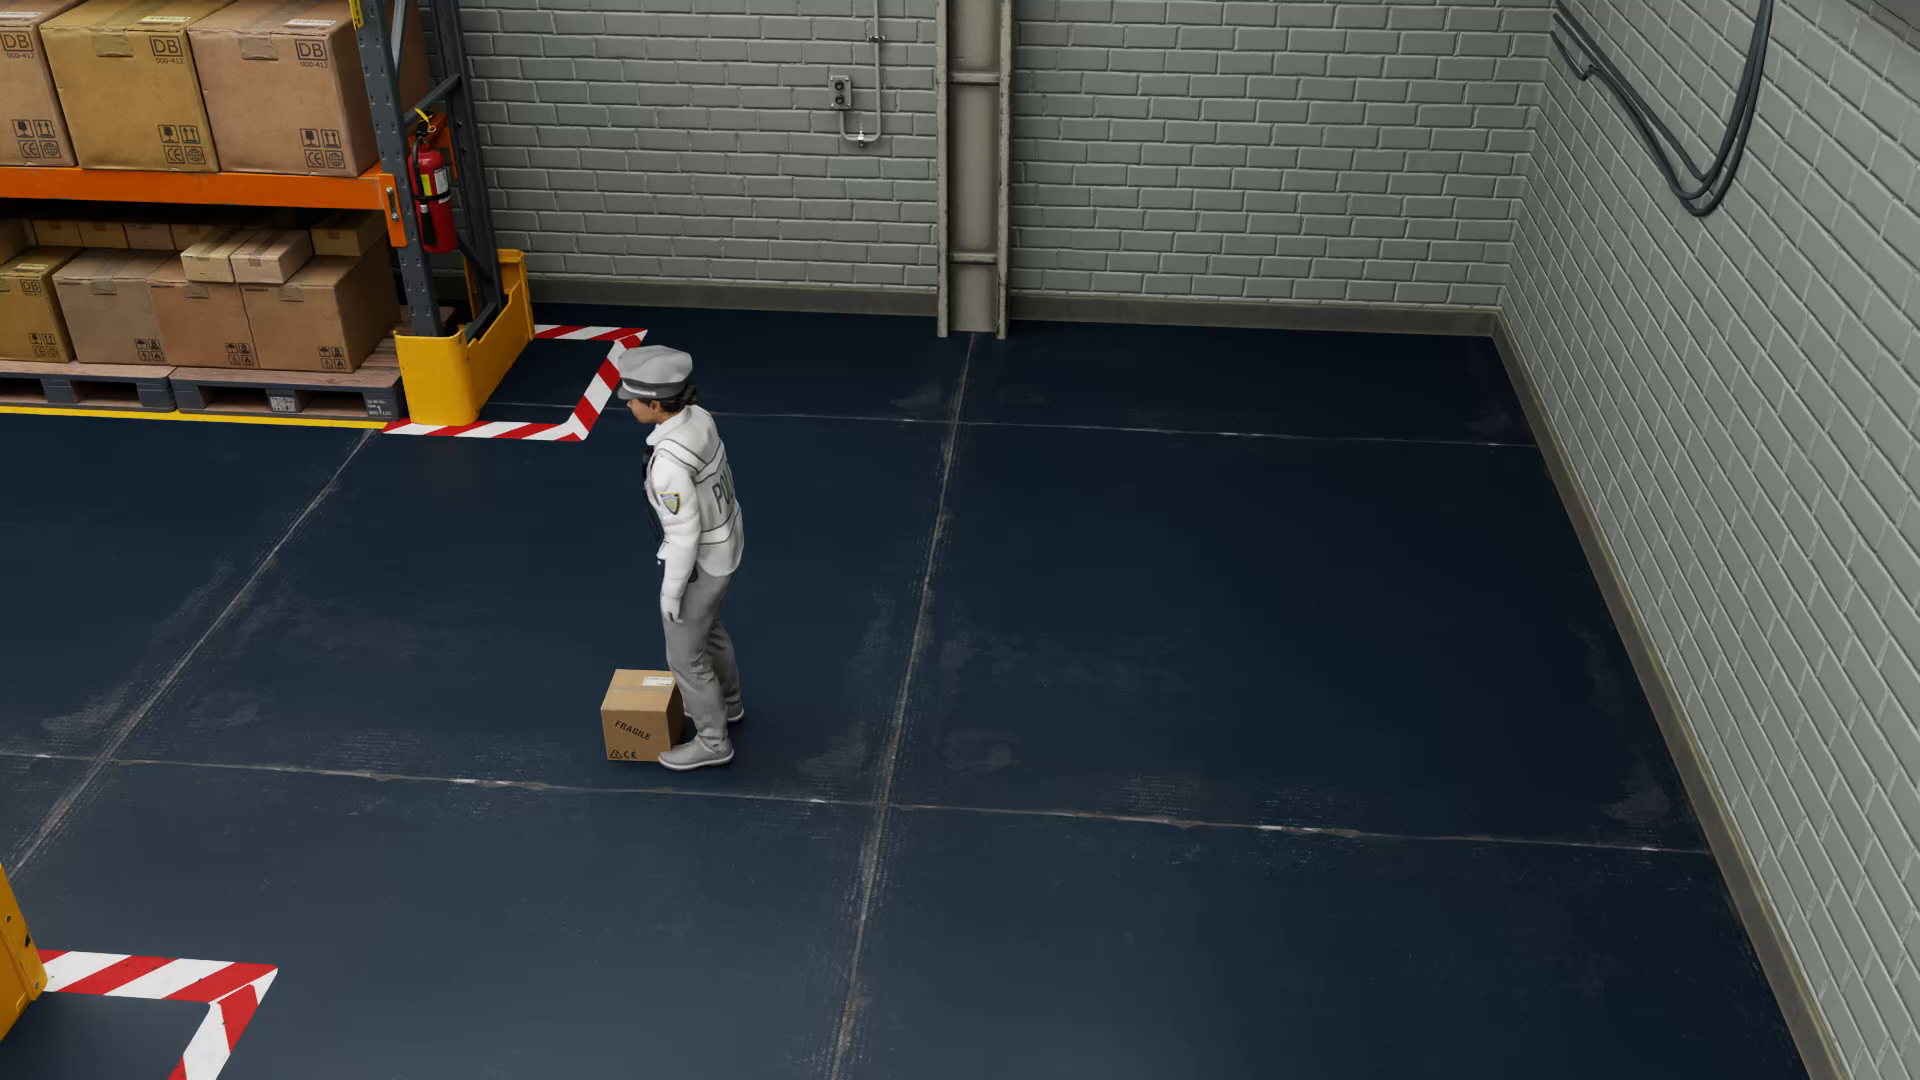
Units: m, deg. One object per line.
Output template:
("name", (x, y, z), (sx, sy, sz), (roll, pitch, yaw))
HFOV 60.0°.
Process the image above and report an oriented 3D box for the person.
("person", (-0.970, 0.079, 6.007), (0.373, 1.663, 0.526), (2, 32, 3))
